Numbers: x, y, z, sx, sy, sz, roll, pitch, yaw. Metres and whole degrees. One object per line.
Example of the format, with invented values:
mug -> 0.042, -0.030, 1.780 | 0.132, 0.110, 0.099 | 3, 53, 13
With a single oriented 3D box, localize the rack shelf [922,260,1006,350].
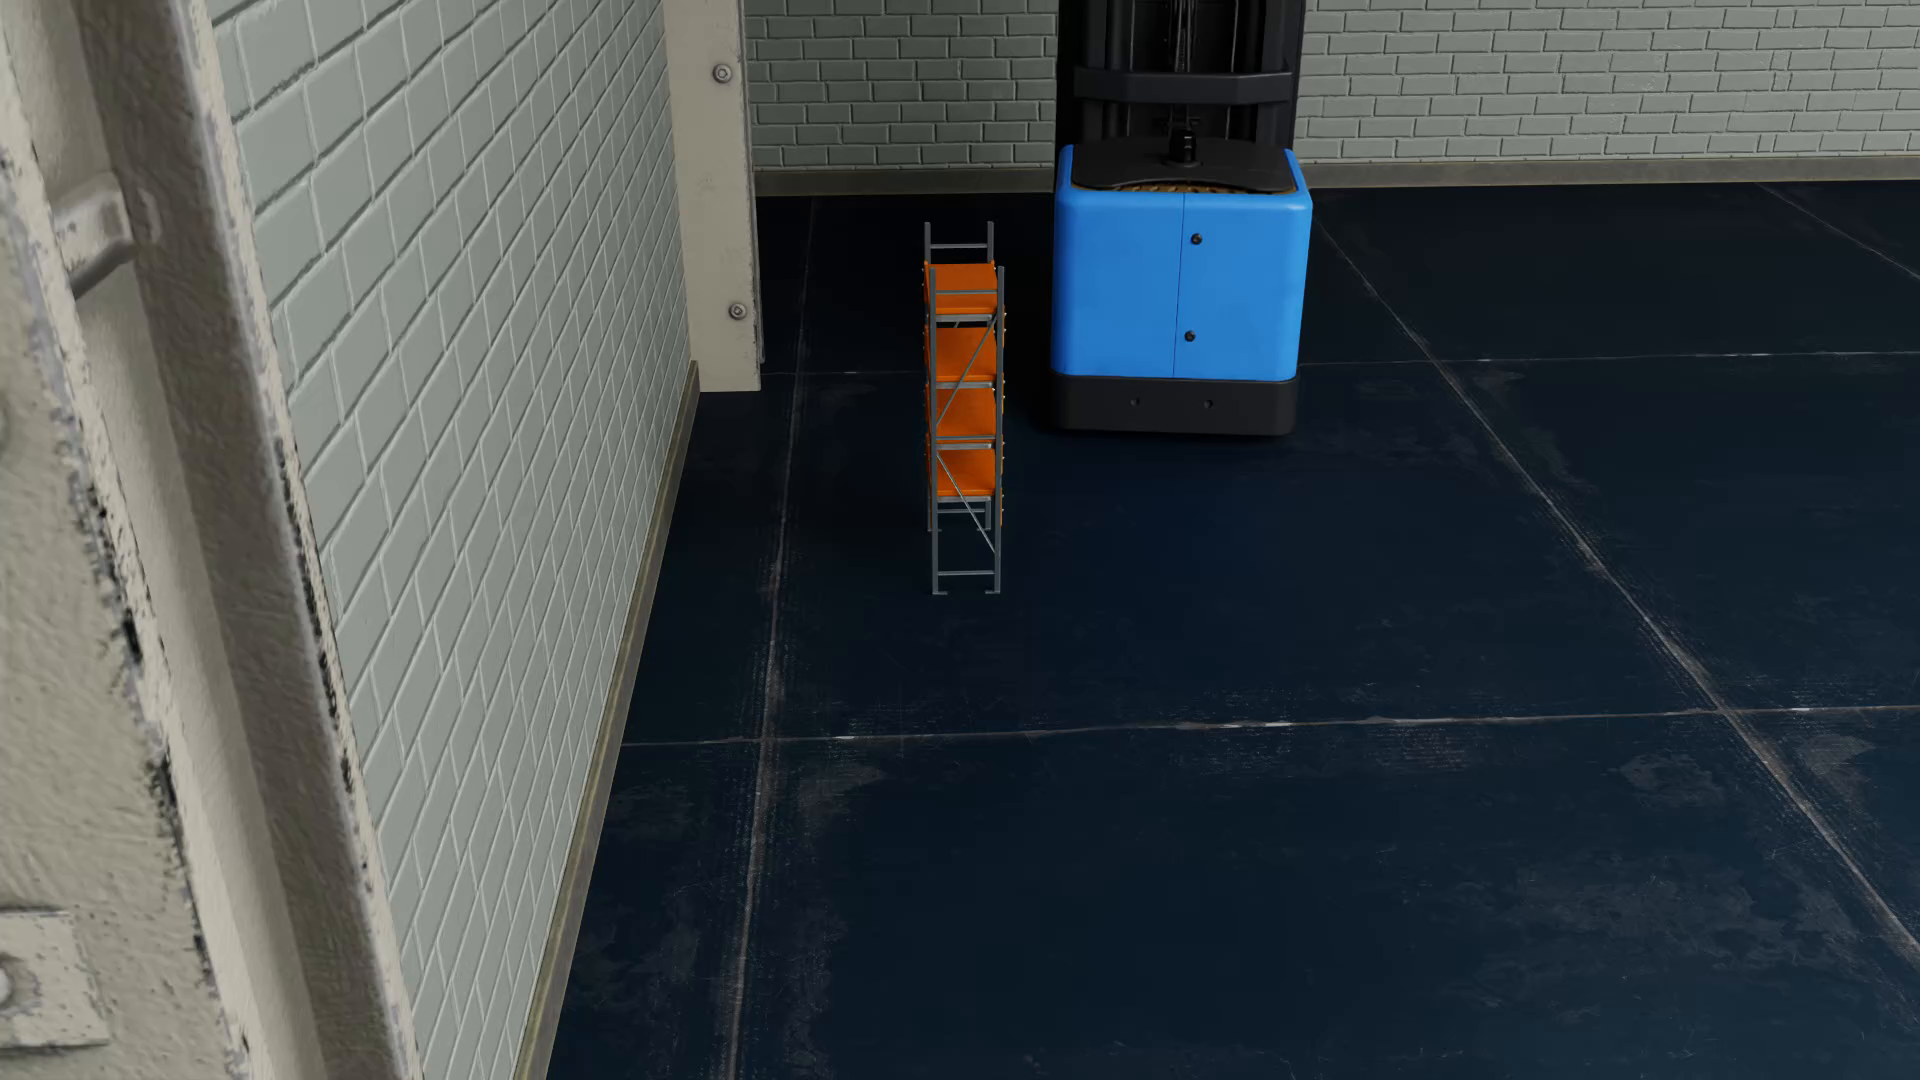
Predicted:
rack shelf -> 0.009, -0.804, 5.644 | 0.258, 0.148, 0.480 | -1, 28, -3

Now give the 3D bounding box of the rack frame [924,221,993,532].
rack frame -> -0.004, -0.568, 6.042 | 0.240, 1.200, 0.015 | -1, 28, -3

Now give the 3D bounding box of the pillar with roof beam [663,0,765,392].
pillar with roof beam -> 3.227, -4.860, 5.838 | 9.100, 9.000, 0.400 | -1, 28, -3

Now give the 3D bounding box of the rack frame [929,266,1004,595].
rack frame -> 0.021, -0.343, 5.610 | 0.240, 1.200, 0.015 | -1, 28, -3

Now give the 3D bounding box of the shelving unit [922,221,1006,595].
shelving unit -> 0.009, -0.456, 5.826 | 0.258, 1.200, 0.503 | -1, 28, -3

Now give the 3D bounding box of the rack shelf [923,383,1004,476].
rack shelf -> 0.009, -0.396, 5.857 | 0.258, 0.148, 0.480 | -1, 28, -3

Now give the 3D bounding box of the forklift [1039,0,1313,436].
forklift -> 1.000, -2.382, 7.648 | 1.130, 2.935, 3.031 | 2, 28, 4

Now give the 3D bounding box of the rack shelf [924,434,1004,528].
rack shelf -> 0.009, -0.220, 5.949 | 0.258, 0.148, 0.480 | -1, 28, -3

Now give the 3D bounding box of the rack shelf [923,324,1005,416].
rack shelf -> 0.009, -0.594, 5.754 | 0.258, 0.148, 0.480 | -1, 28, -3
